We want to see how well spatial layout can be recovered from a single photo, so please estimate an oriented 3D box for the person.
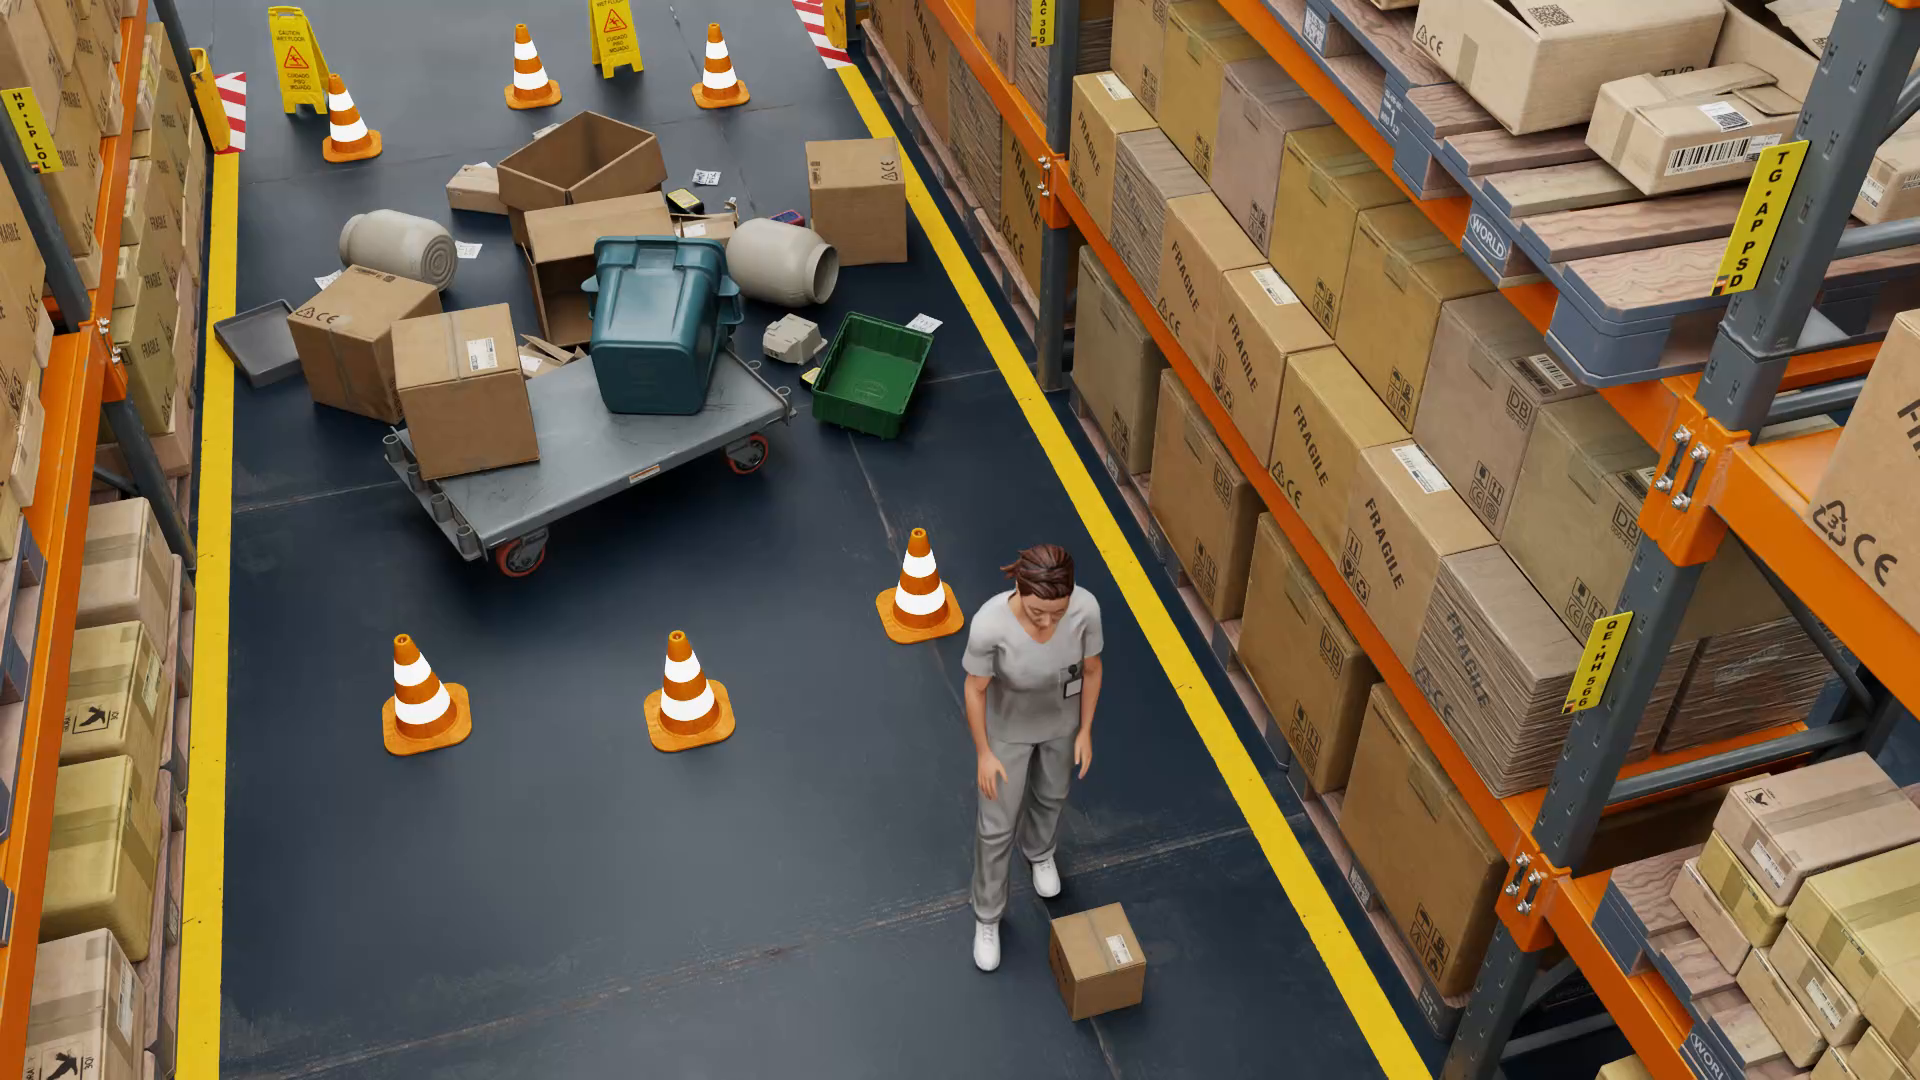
[{"bbox_3d":[0.239,0.670,5.410,0.485,1.677,0.543,-9,43,-10],"label":"person"}]
